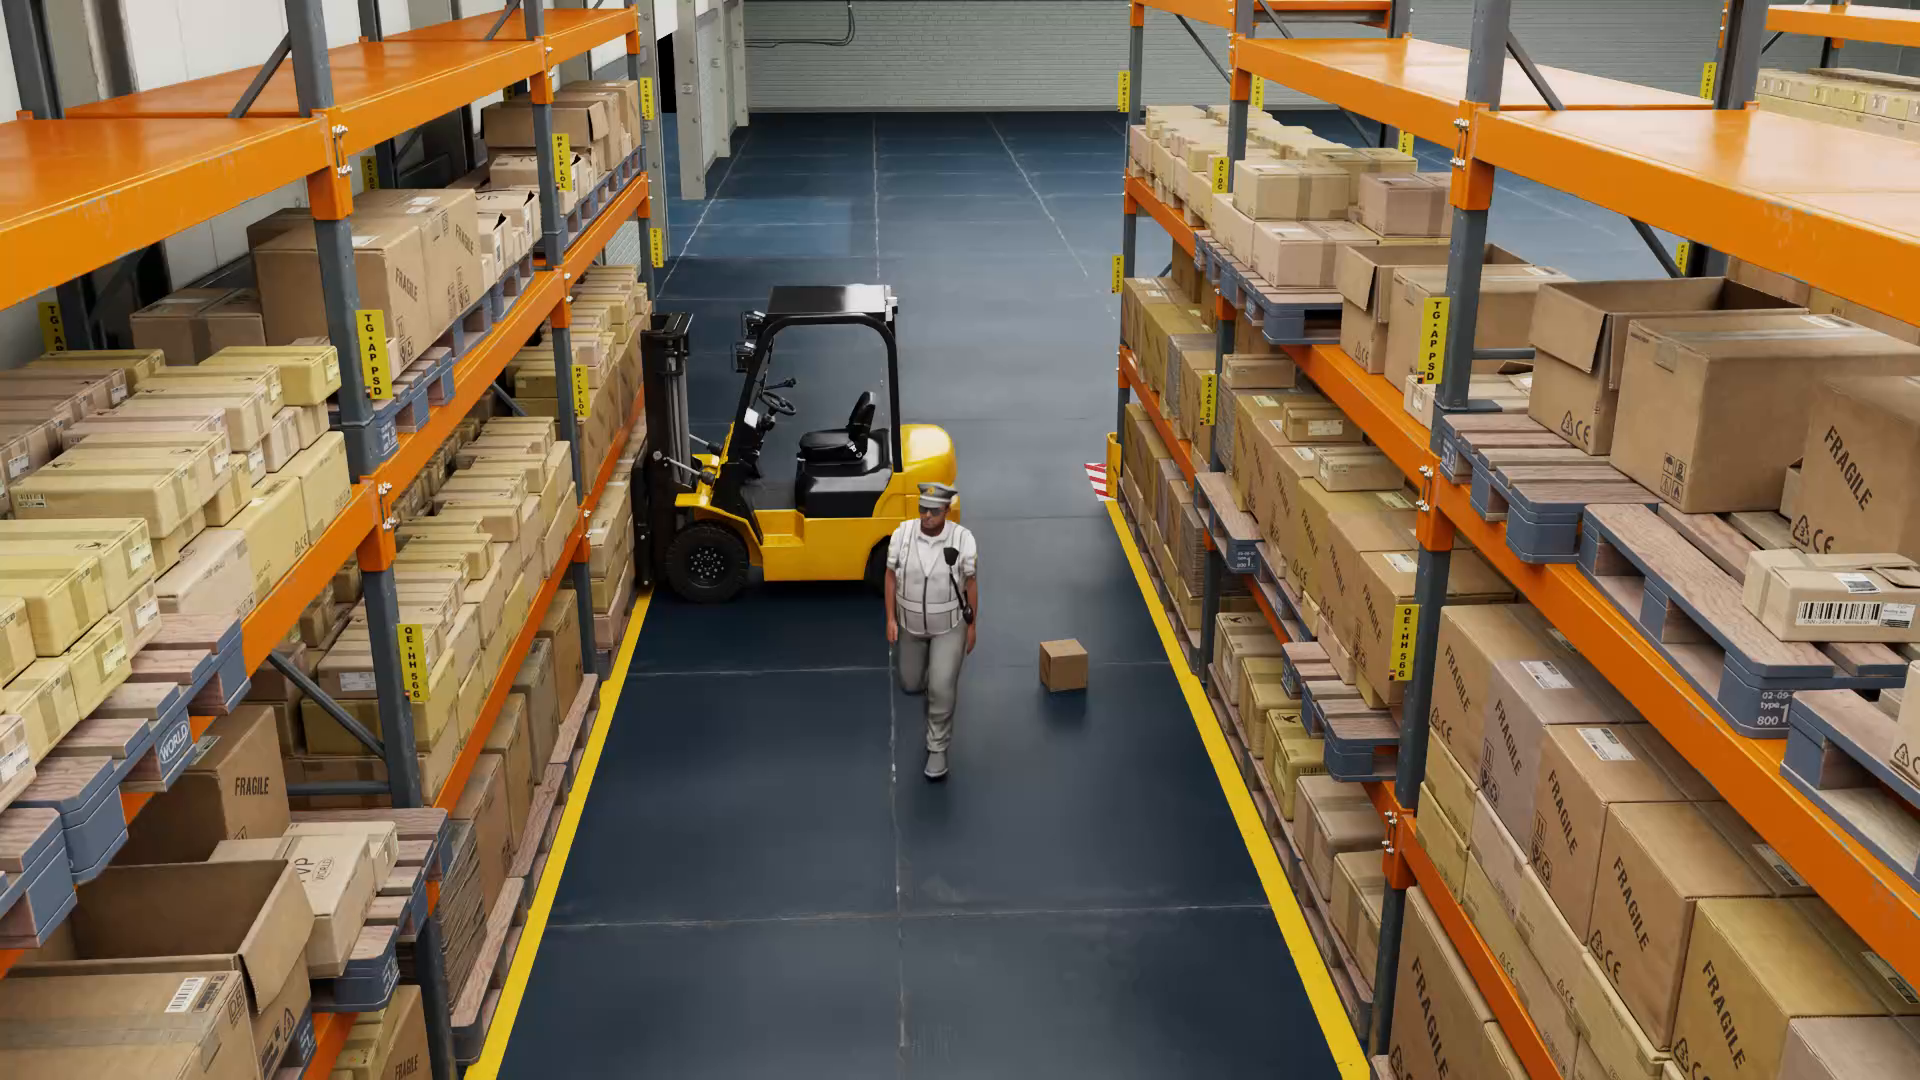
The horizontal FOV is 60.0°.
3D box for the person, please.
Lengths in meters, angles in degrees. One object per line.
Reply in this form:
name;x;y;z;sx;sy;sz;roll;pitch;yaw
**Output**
person;-0.162;0.441;9.804;0.549;1.738;0.836;4;21;11
